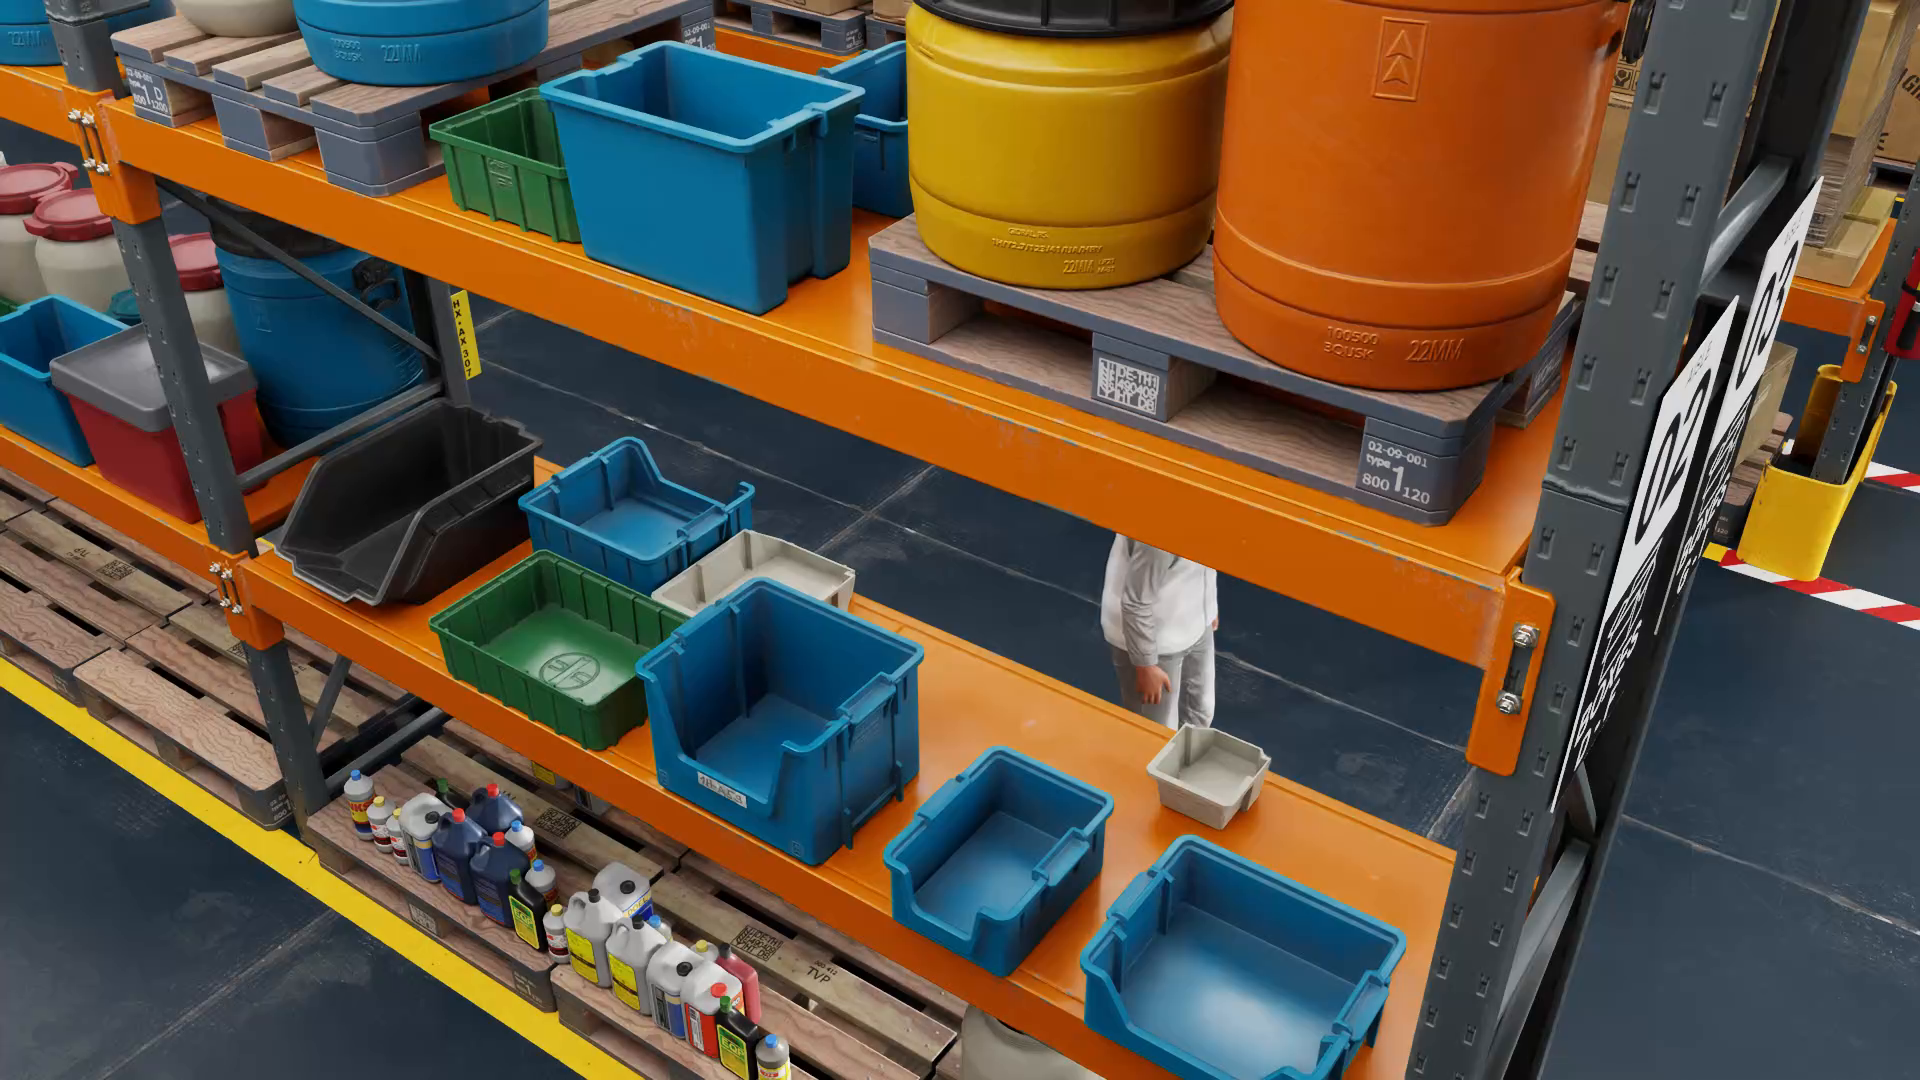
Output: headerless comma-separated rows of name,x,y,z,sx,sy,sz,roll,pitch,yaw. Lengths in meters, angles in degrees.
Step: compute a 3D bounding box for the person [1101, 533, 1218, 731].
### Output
person,0.727,0.303,5.676,0.472,1.772,0.594,19,39,26
